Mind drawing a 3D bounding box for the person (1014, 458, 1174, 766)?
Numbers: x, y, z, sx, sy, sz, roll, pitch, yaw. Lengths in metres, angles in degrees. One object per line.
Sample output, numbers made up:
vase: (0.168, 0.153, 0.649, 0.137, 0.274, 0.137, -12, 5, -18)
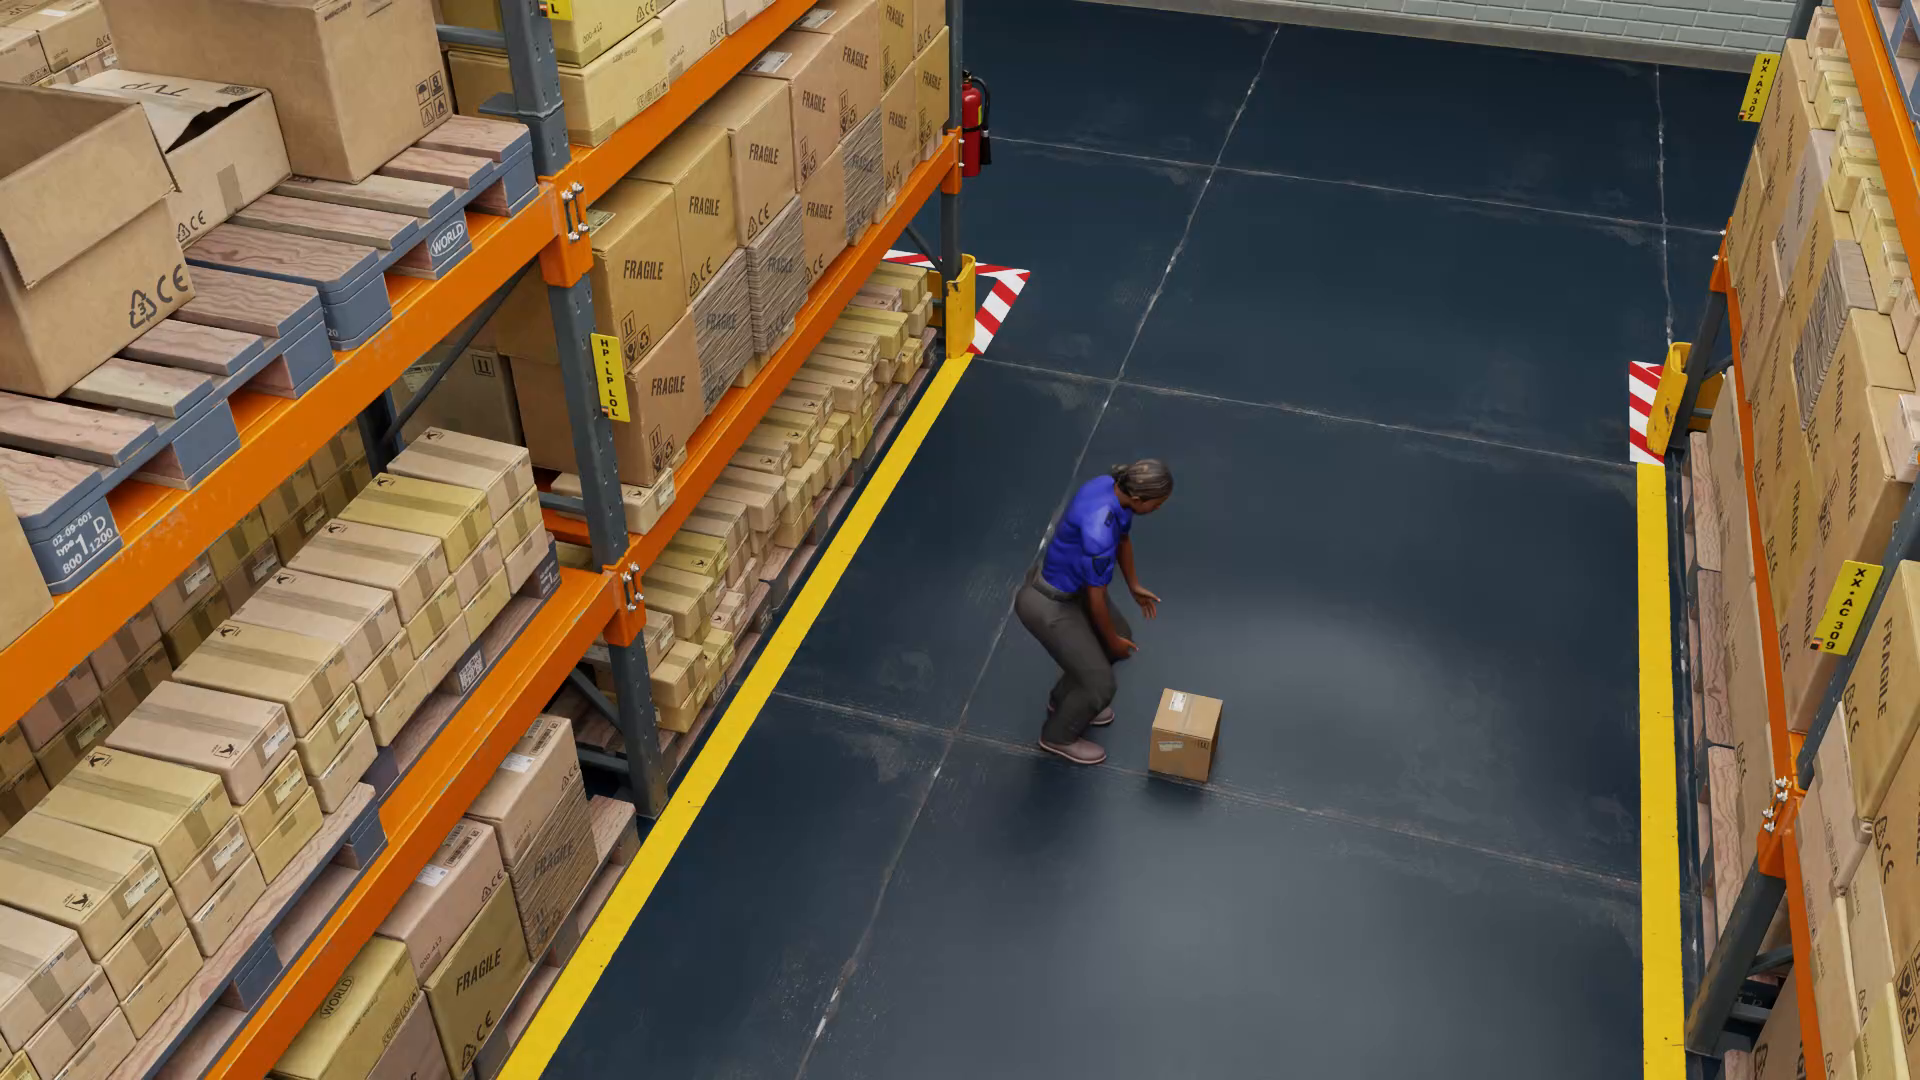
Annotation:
person: (0.532, 0.245, 6.761, 0.576, 1.441, 0.492, 11, 39, 14)
